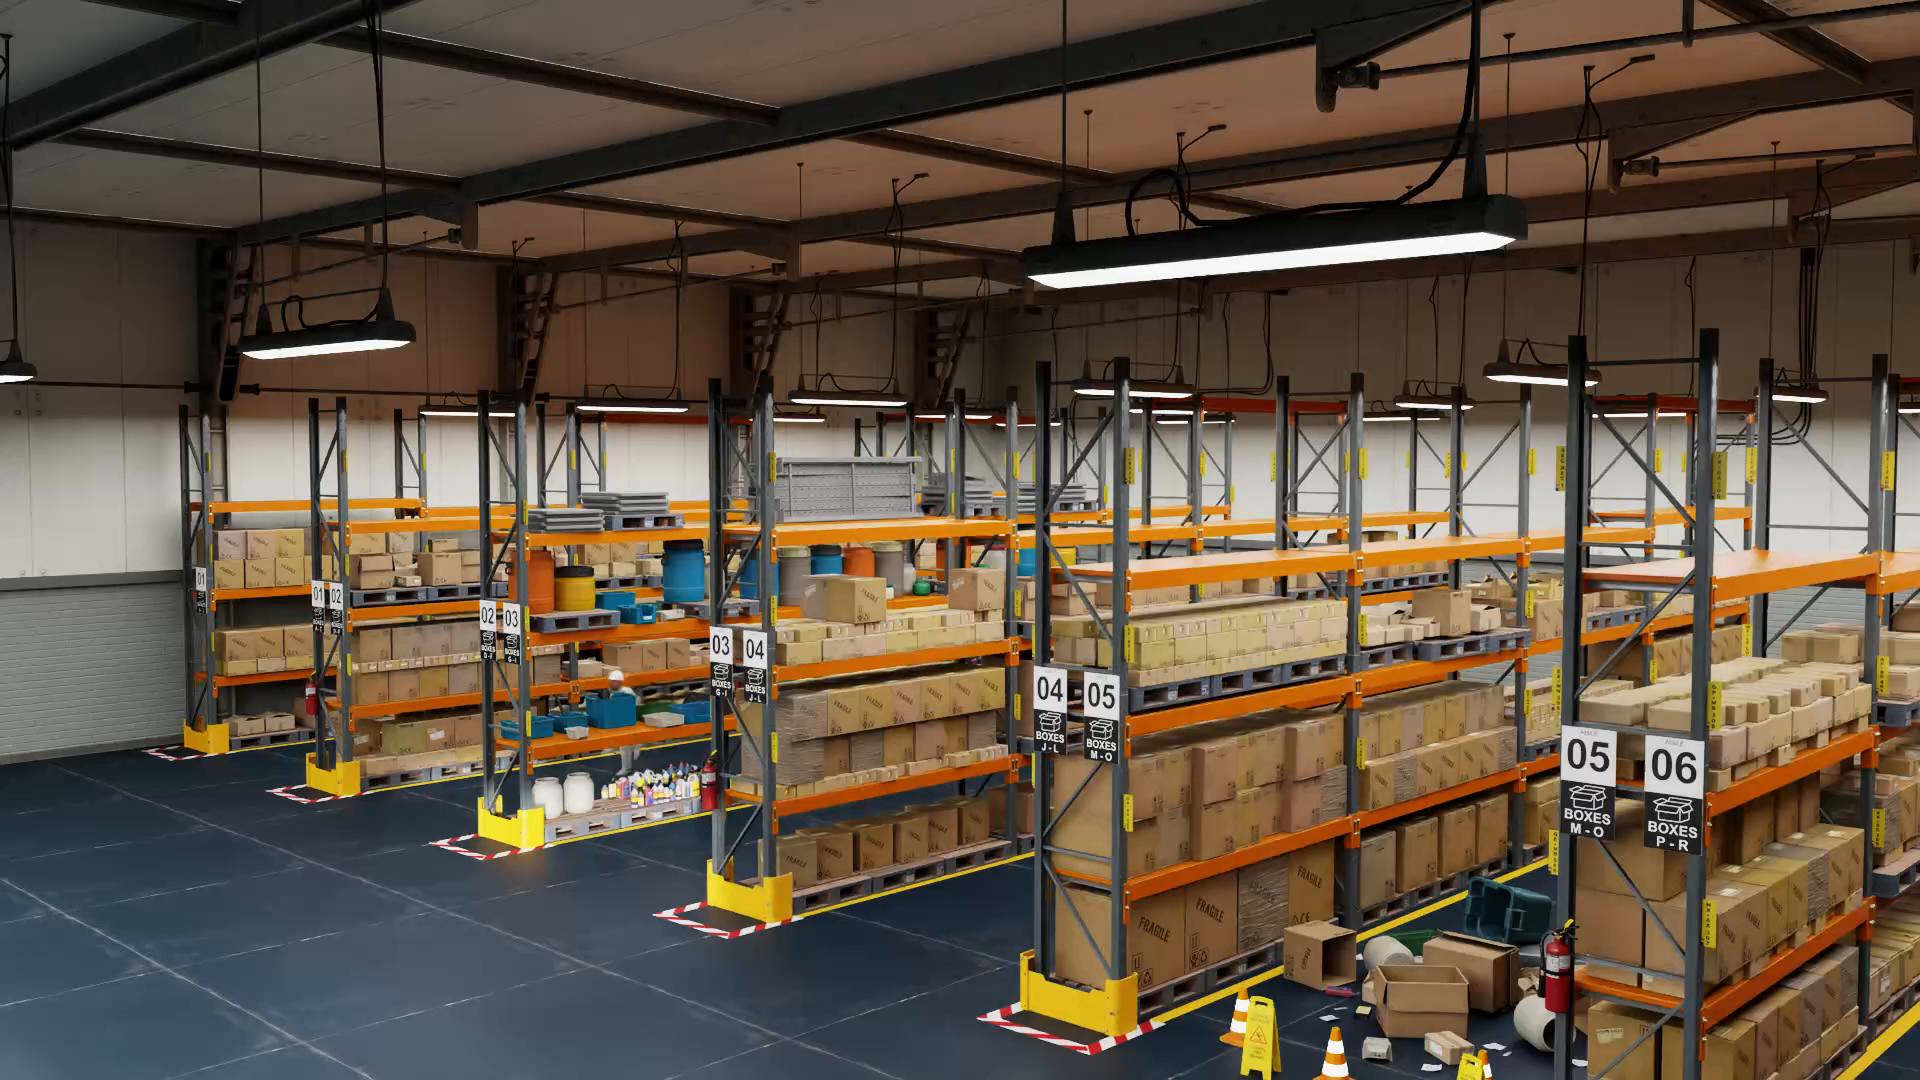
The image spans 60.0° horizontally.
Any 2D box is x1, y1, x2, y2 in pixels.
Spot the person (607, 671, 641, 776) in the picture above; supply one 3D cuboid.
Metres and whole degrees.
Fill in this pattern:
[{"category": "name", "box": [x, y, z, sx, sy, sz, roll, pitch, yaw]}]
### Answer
[{"category": "person", "box": [-5.369, 2.927, 26.683, 0.650, 1.706, 0.747, 2, 3, 29]}]
